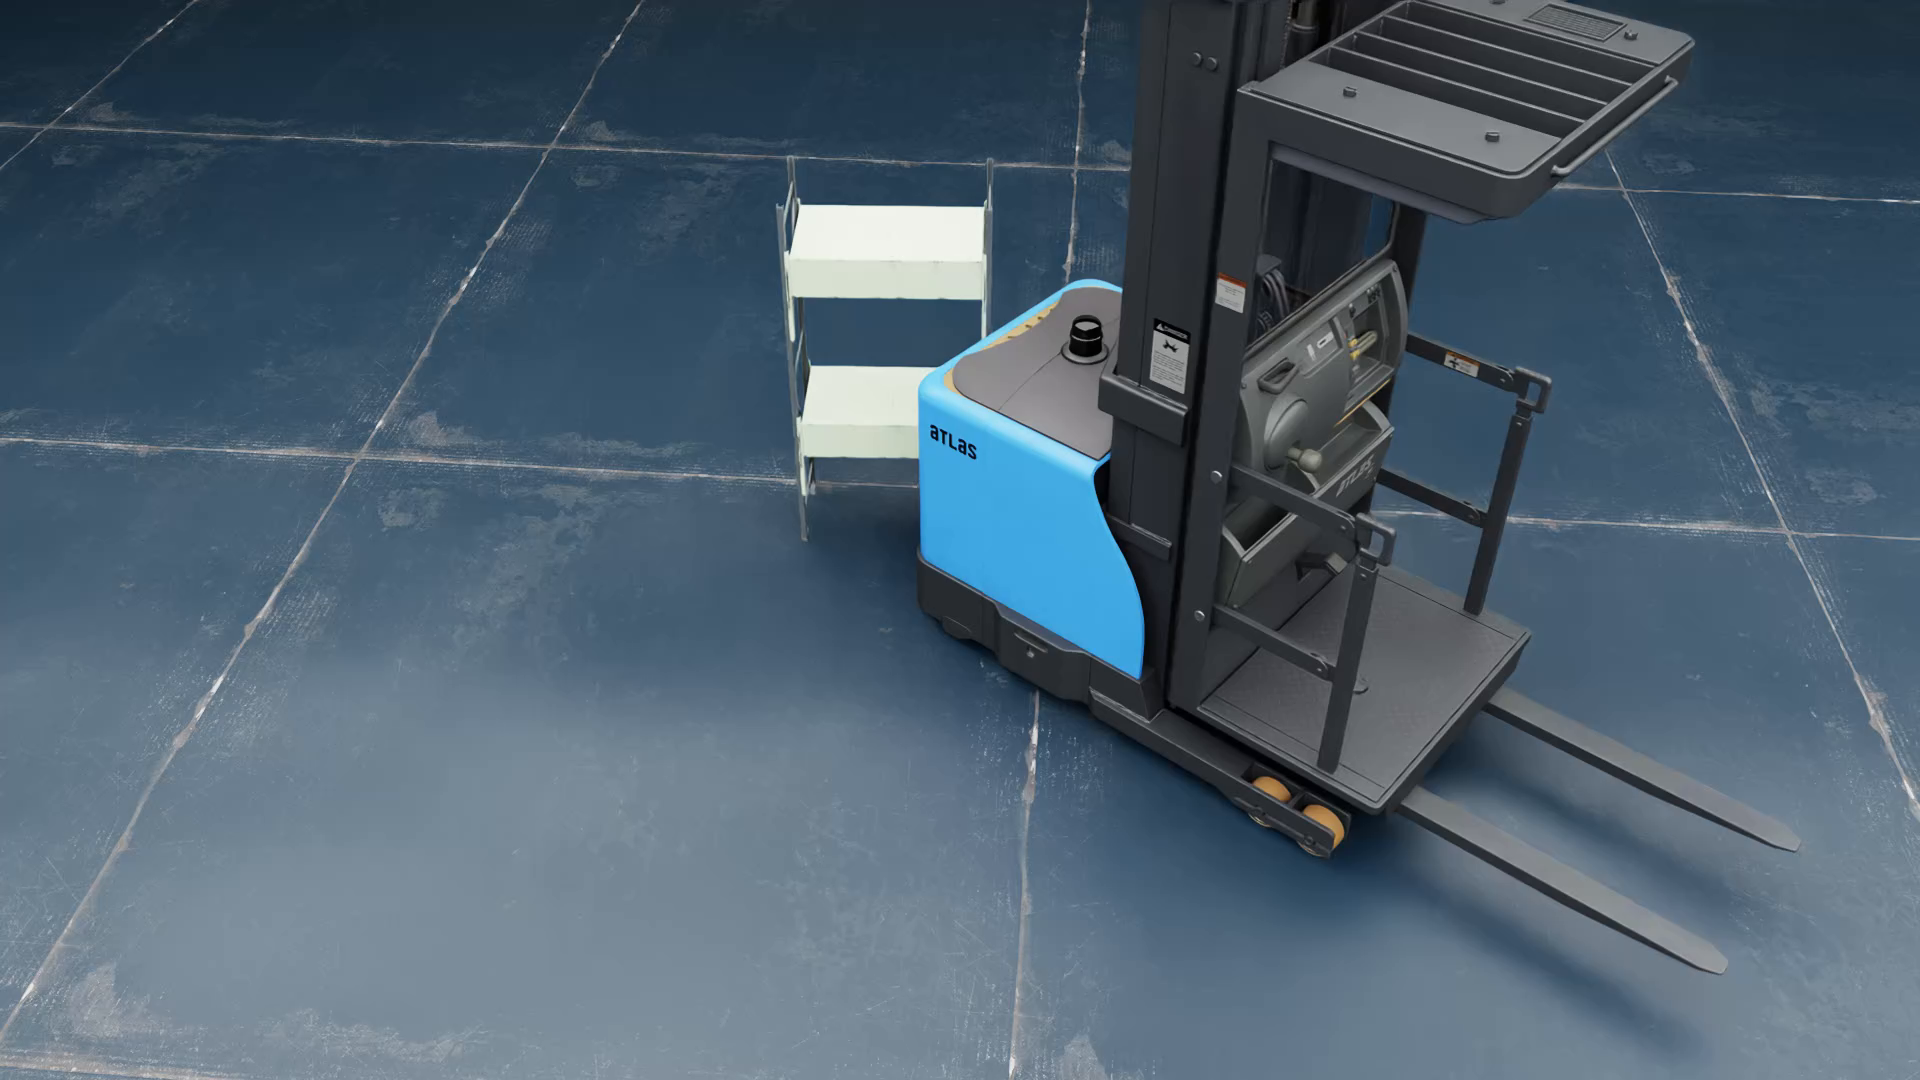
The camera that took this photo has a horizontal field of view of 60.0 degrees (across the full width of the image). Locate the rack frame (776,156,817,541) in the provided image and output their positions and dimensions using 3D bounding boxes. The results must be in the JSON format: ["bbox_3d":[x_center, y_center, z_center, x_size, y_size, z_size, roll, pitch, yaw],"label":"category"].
[{"bbox_3d":[-0.625,-0.703,6.426,0.023,1.500,0.400,1,39,1],"label":"rack frame"}]

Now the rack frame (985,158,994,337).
[{"bbox_3d":[0.106,-0.691,6.410,0.023,1.500,0.400,1,39,1],"label":"rack frame"}]

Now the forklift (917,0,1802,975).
[{"bbox_3d":[1.286,-0.478,5.016,3.031,2.935,1.130,28,47,30],"label":"forklift"}]

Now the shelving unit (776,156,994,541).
[{"bbox_3d":[-0.260,-0.697,6.418,0.755,1.500,0.431,1,39,1],"label":"shelving unit"}]

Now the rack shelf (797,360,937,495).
[{"bbox_3d":[-0.260,-0.444,6.624,0.720,0.370,0.431,1,39,1],"label":"rack shelf"}]

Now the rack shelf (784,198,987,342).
[{"bbox_3d":[-0.260,-0.999,6.172,0.720,0.370,0.431,1,39,1],"label":"rack shelf"}]
